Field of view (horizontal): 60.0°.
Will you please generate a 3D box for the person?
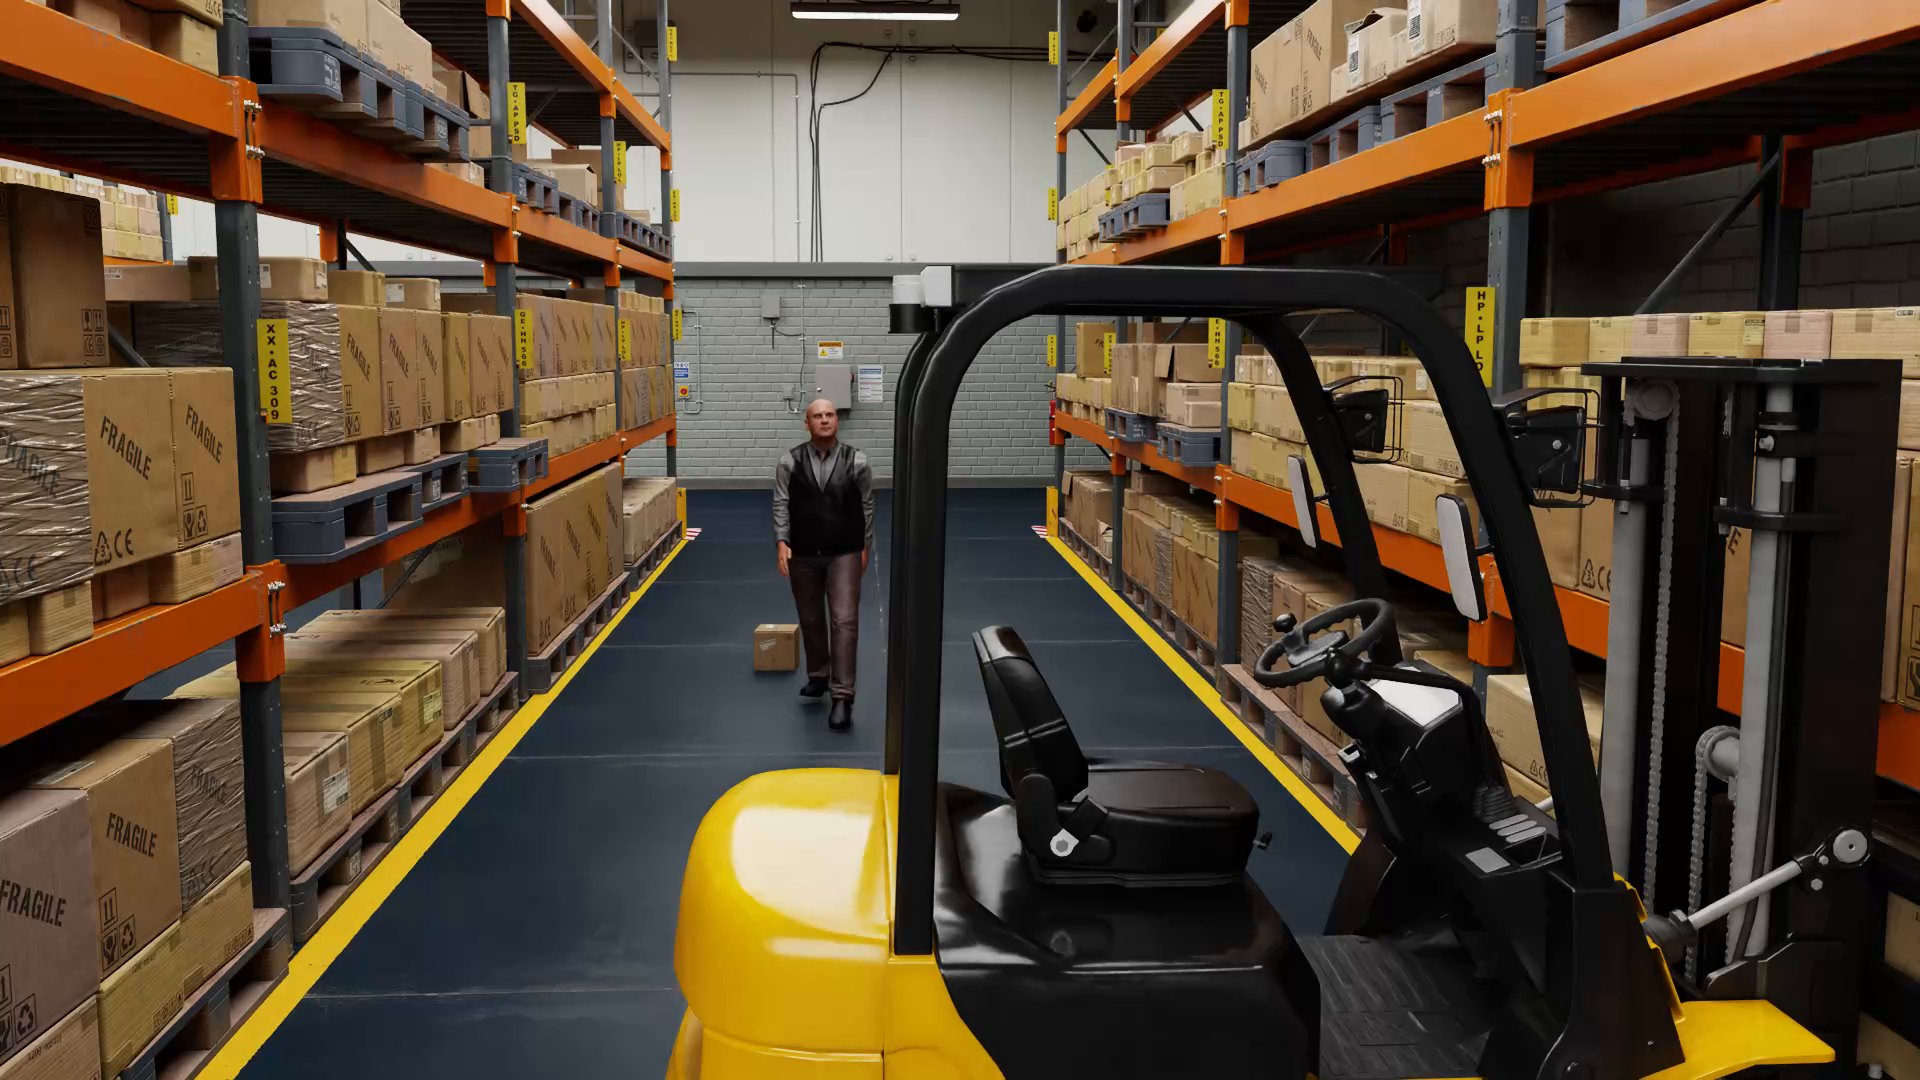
[{"bbox_3d":[-0.749,0.090,8.972,0.535,1.687,0.956,0,7,4],"label":"person"}]
